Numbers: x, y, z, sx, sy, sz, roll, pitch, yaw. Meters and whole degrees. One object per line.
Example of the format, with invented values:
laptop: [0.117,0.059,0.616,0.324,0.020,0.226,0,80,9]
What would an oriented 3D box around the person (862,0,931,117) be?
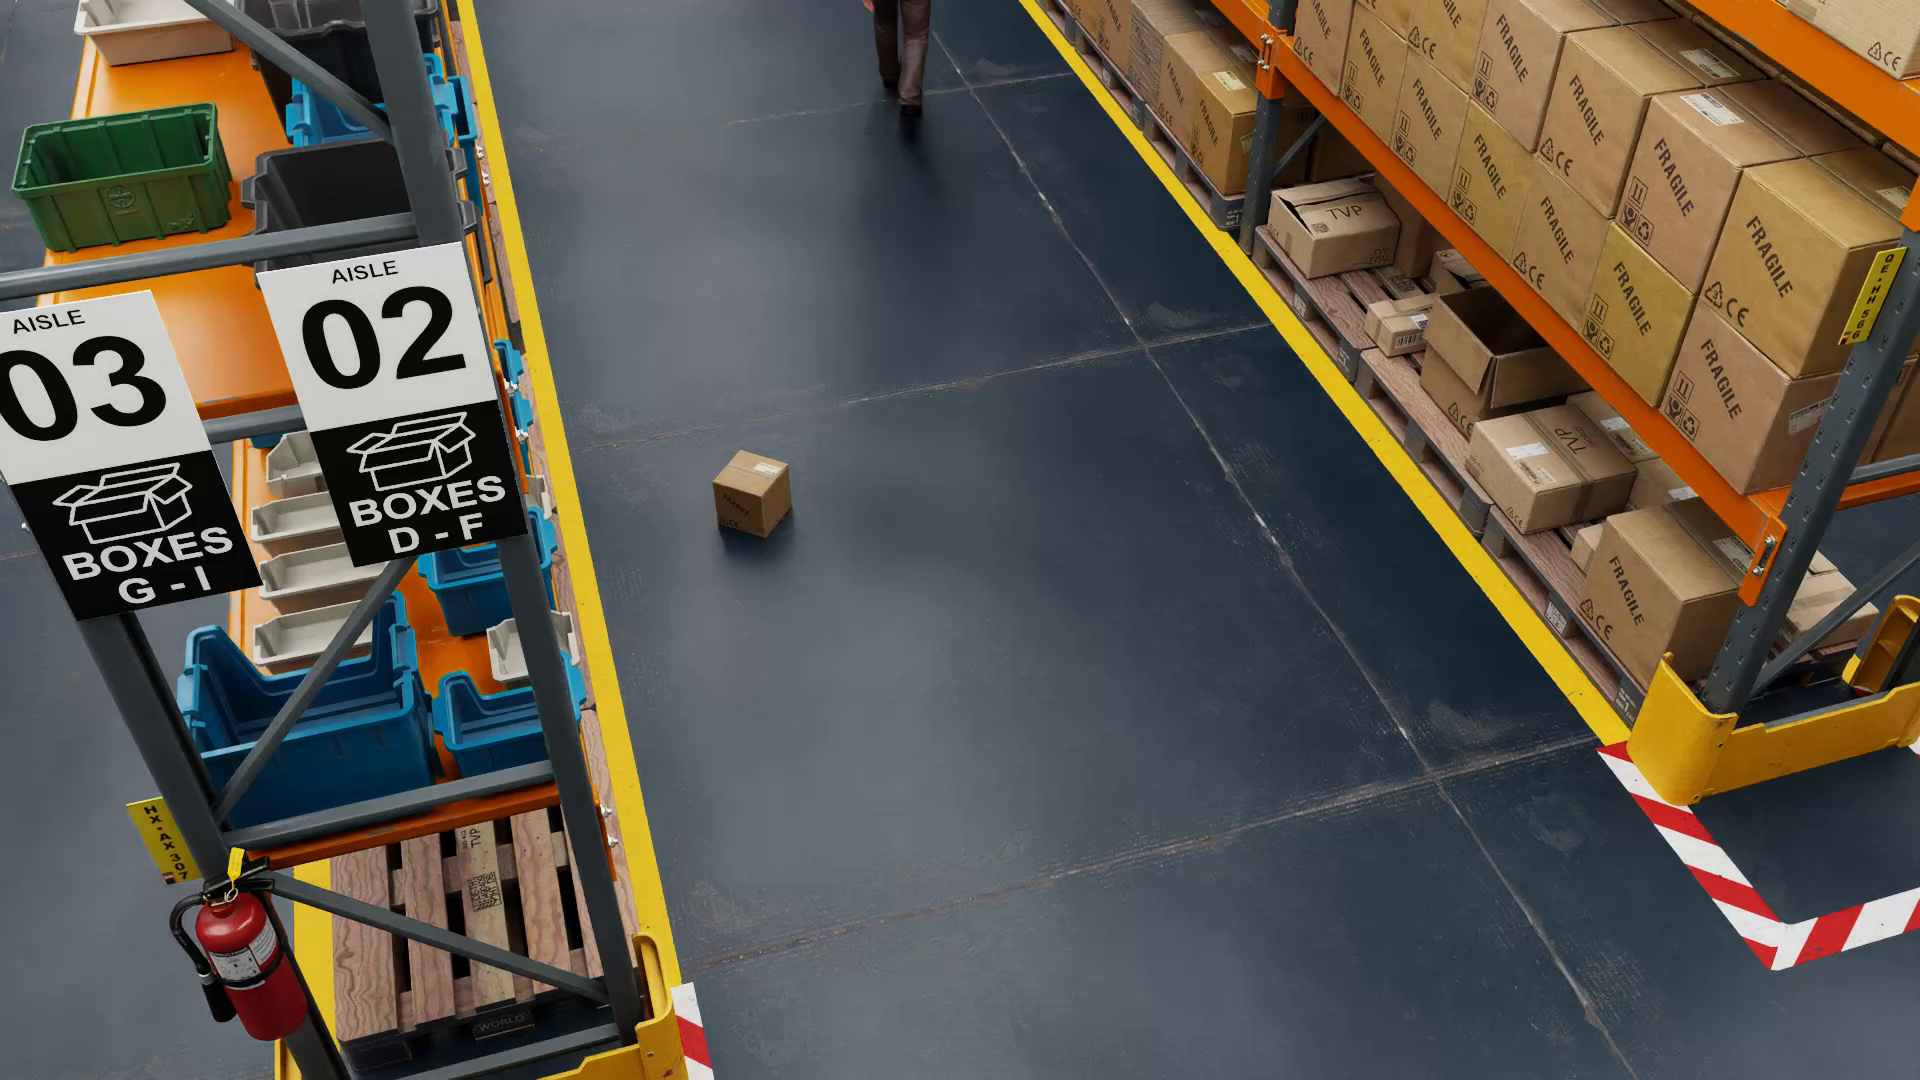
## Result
person: [-0.367,-3.393,9.958,0.528,1.685,0.964,4,42,4]
